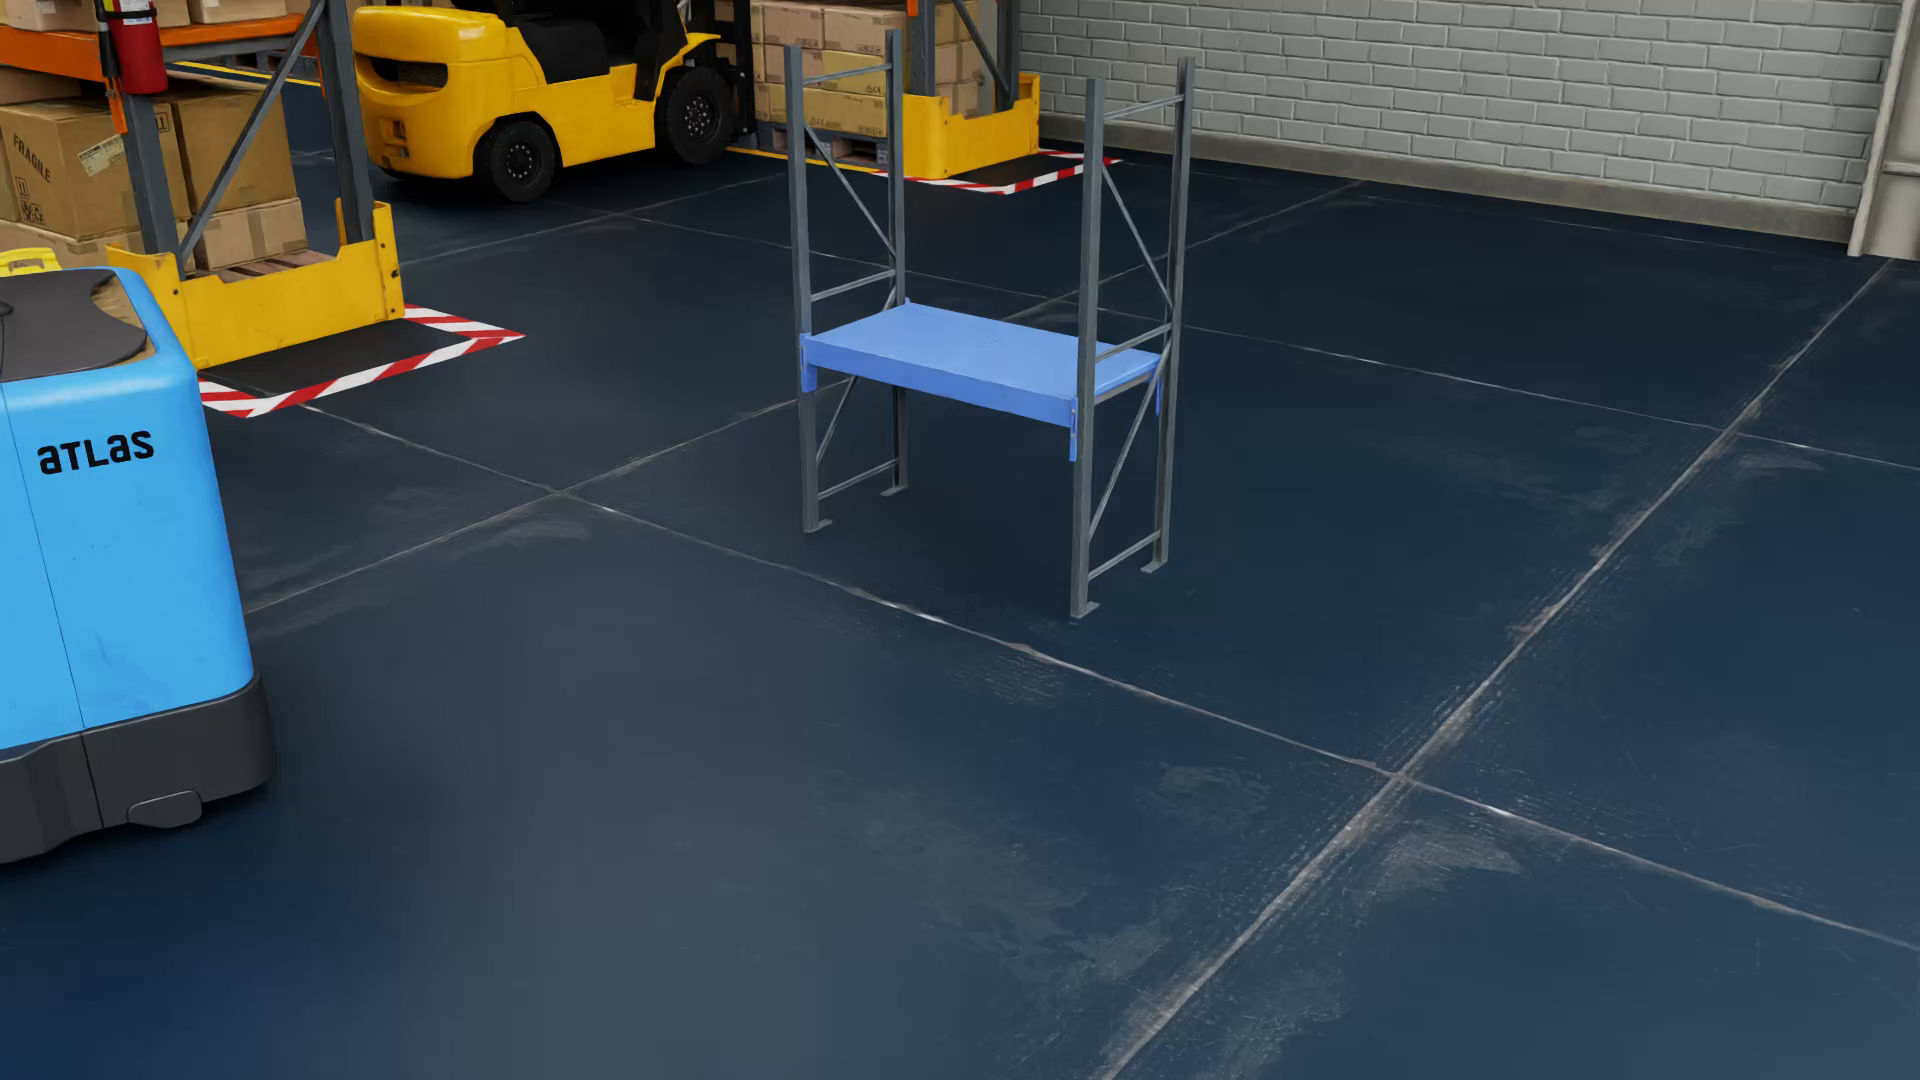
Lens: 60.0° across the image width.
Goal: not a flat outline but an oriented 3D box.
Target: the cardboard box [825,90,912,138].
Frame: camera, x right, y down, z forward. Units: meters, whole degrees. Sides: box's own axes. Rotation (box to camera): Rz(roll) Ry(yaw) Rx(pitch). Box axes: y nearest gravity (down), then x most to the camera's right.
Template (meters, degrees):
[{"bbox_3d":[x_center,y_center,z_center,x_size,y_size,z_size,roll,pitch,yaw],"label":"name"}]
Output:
[{"bbox_3d":[-0.520,-2.783,10.736,0.500,0.250,0.500,17,29,34],"label":"cardboard box"}]

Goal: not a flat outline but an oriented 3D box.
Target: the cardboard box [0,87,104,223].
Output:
[{"bbox_3d":[-4.146,-1.747,7.454,0.500,0.500,0.500,18,30,35],"label":"cardboard box"}]

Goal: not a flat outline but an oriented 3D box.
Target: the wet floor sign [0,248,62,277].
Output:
[{"bbox_3d":[-3.418,-0.767,6.190,0.267,0.644,0.232,-15,28,-30],"label":"wet floor sign"}]

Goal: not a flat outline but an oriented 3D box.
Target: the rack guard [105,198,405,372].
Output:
[{"bbox_3d":[-2.989,-1.110,7.148,0.348,0.500,1.175,17,29,33],"label":"rack guard"}]

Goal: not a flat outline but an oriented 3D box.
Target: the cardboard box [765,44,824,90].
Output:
[{"bbox_3d":[-0.926,-3.142,10.930,0.500,0.250,0.500,16,29,33],"label":"cardboard box"}]

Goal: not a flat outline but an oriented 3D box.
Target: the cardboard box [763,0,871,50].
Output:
[{"bbox_3d":[-0.922,-3.361,10.808,0.500,0.250,0.500,17,29,34],"label":"cardboard box"}]

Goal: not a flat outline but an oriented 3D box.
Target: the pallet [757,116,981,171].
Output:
[{"bbox_3d":[-0.592,-2.733,11.191,1.213,0.211,1.003,17,29,33],"label":"pallet"}]

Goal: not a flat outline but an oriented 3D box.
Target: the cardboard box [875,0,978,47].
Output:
[{"bbox_3d":[-0.226,-3.406,10.910,0.500,0.250,0.500,16,29,33],"label":"cardboard box"}]

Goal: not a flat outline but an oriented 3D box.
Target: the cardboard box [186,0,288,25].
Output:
[{"bbox_3d":[-3.076,-2.269,6.991,0.250,0.149,0.380,17,29,33],"label":"cardboard box"}]

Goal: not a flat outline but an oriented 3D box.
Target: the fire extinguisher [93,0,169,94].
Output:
[{"bbox_3d":[-3.113,-2.023,6.218,0.183,0.674,0.296,17,29,33],"label":"fire extinguisher"}]

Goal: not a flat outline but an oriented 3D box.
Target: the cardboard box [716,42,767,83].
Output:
[{"bbox_3d":[-1.352,-3.260,11.198,0.500,0.250,0.500,16,28,32],"label":"cardboard box"}]

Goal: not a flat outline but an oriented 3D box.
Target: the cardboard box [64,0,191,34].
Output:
[{"bbox_3d":[-3.356,-2.142,6.702,0.250,0.149,0.380,18,29,35],"label":"cardboard box"}]

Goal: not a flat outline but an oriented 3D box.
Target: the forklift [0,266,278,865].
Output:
[{"bbox_3d":[-3.115,-0.590,2.953,3.031,2.935,1.130,-14,27,-28],"label":"forklift"}]

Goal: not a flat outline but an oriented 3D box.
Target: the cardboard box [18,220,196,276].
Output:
[{"bbox_3d":[-3.756,-1.284,7.332,0.500,0.250,0.500,17,29,33],"label":"cardboard box"}]

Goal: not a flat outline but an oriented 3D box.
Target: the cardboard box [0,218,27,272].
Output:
[{"bbox_3d":[-4.147,-1.406,7.609,0.500,0.250,0.500,17,29,33],"label":"cardboard box"}]

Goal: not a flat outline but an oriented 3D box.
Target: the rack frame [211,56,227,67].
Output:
[{"bbox_3d":[-6.356,-5.772,14.630,0.127,3.000,1.000,17,29,33],"label":"rack frame"}]

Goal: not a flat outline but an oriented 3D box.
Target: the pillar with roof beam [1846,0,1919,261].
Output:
[{"bbox_3d":[2.248,-4.202,3.627,0.400,9.000,9.100,17,29,33],"label":"pillar with roof beam"}]

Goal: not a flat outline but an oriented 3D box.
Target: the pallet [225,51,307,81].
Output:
[{"bbox_3d":[-5.721,-4.284,14.712,1.213,0.211,1.003,17,29,33],"label":"pallet"}]

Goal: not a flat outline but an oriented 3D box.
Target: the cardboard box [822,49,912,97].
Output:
[{"bbox_3d":[-0.532,-3.017,10.647,0.500,0.250,0.500,16,29,33],"label":"cardboard box"}]

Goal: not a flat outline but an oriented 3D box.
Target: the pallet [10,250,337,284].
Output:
[{"bbox_3d":[-3.618,-1.185,7.678,1.213,0.211,1.003,17,29,33],"label":"pallet"}]

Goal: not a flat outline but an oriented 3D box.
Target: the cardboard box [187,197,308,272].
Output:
[{"bbox_3d":[-3.408,-1.453,7.718,0.500,0.250,0.500,17,29,33],"label":"cardboard box"}]

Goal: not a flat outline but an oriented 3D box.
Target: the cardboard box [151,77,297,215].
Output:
[{"bbox_3d":[-3.428,-1.802,7.579,0.500,0.500,0.500,16,28,32],"label":"cardboard box"}]

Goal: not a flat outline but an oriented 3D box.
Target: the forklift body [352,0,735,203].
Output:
[{"bbox_3d":[-2.566,-3.319,10.116,1.214,2.155,2.313,17,29,33],"label":"forklift body"}]

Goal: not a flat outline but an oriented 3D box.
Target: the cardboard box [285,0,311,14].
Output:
[{"bbox_3d":[-5.338,-4.567,14.319,0.625,0.625,0.875,18,29,35],"label":"cardboard box"}]

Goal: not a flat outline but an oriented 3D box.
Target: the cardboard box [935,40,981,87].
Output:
[{"bbox_3d":[-0.206,-3.181,11.019,0.500,0.250,0.500,17,29,34],"label":"cardboard box"}]

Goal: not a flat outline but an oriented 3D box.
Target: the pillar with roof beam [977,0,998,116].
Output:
[{"bbox_3d":[-2.553,-5.653,6.920,0.400,9.000,9.100,17,29,33],"label":"pillar with roof beam"}]

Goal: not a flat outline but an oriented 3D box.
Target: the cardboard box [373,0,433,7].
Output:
[{"bbox_3d":[-4.196,-4.223,13.539,0.625,0.625,0.875,16,29,33],"label":"cardboard box"}]

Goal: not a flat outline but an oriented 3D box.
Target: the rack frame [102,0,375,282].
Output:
[{"bbox_3d":[-2.929,-2.235,6.603,0.127,3.000,1.000,17,29,33],"label":"rack frame"}]

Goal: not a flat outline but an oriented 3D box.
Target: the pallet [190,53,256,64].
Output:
[{"bbox_3d":[-6.931,-4.689,15.630,1.213,0.211,1.003,17,29,33],"label":"pallet"}]

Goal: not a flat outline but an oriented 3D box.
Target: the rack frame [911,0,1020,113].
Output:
[{"bbox_3d":[0.045,-3.838,10.240,0.127,3.000,1.000,17,29,33],"label":"rack frame"}]

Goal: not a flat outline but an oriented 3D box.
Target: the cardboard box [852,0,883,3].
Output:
[{"bbox_3d":[-0.628,-3.526,11.182,0.500,0.250,0.500,17,29,33],"label":"cardboard box"}]

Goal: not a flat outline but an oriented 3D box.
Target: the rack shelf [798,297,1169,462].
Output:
[{"bbox_3d":[0.068,-0.501,4.973,1.000,0.185,0.538,17,29,33],"label":"rack shelf"}]

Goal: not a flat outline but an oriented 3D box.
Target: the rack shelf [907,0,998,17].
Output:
[{"bbox_3d":[-1.555,-3.992,11.482,4.000,0.370,1.077,17,29,33],"label":"rack shelf"}]

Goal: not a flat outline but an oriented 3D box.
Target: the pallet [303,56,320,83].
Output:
[{"bbox_3d":[-4.749,-3.989,14.042,1.213,0.211,1.003,17,29,33],"label":"pallet"}]

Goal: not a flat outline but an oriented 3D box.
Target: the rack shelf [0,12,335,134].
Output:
[{"bbox_3d":[-4.529,-2.390,7.845,4.000,0.370,1.077,17,29,33],"label":"rack shelf"}]

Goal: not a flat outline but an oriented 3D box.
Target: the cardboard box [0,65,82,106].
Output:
[{"bbox_3d":[-4.060,-1.986,7.192,0.250,0.149,0.380,18,29,35],"label":"cardboard box"}]

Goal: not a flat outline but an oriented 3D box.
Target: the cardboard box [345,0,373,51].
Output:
[{"bbox_3d":[-4.799,-4.404,13.950,0.625,0.625,0.875,15,28,31],"label":"cardboard box"}]

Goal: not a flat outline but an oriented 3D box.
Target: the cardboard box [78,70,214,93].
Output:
[{"bbox_3d":[-3.849,-1.927,7.863,0.500,0.500,0.500,16,28,31],"label":"cardboard box"}]

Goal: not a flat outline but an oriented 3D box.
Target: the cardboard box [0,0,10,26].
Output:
[{"bbox_3d":[-3.818,-2.236,6.916,0.250,0.149,0.380,16,29,32],"label":"cardboard box"}]

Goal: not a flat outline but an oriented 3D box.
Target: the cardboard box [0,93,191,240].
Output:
[{"bbox_3d":[-3.726,-1.622,7.170,0.500,0.500,0.500,17,29,34],"label":"cardboard box"}]

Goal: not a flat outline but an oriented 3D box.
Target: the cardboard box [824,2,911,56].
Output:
[{"bbox_3d":[-0.510,-3.240,10.532,0.500,0.250,0.500,18,29,35],"label":"cardboard box"}]

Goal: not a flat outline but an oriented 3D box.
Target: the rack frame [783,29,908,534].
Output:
[{"bbox_3d":[-0.339,-0.789,5.180,0.032,1.500,0.500,17,29,33],"label":"rack frame"}]

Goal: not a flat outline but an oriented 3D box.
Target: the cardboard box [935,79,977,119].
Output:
[{"bbox_3d":[-0.230,-2.953,11.122,0.500,0.250,0.500,17,29,34],"label":"cardboard box"}]

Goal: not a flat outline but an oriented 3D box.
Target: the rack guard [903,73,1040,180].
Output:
[{"bbox_3d":[0.065,-2.688,10.730,0.348,0.500,1.175,17,29,33],"label":"rack guard"}]

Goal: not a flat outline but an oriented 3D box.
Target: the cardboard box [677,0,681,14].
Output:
[{"bbox_3d":[-1.733,-3.605,11.361,0.500,0.250,0.500,16,28,32],"label":"cardboard box"}]

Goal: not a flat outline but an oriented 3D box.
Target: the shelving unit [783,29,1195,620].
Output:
[{"bbox_3d":[0.068,-0.666,4.901,1.048,1.500,0.538,17,29,33],"label":"shelving unit"}]

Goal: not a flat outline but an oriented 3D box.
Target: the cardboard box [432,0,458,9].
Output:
[{"bbox_3d":[-3.580,-4.033,13.107,0.625,0.625,0.875,18,30,36],"label":"cardboard box"}]

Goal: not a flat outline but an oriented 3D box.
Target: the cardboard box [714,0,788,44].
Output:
[{"bbox_3d":[-1.332,-3.480,11.078,0.500,0.250,0.500,17,29,34],"label":"cardboard box"}]

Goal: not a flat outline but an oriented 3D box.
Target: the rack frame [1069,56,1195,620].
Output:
[{"bbox_3d":[0.475,-0.543,4.622,0.032,1.500,0.500,17,29,33],"label":"rack frame"}]

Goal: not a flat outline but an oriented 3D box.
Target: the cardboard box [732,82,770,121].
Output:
[{"bbox_3d":[-1.307,-3.030,11.297,0.500,0.250,0.500,17,29,34],"label":"cardboard box"}]

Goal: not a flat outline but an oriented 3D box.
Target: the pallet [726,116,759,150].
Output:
[{"bbox_3d":[-1.564,-3.028,11.861,1.213,0.211,1.003,17,29,33],"label":"pallet"}]

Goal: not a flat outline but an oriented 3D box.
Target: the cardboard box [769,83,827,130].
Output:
[{"bbox_3d":[-0.912,-2.906,11.016,0.500,0.250,0.500,17,29,33],"label":"cardboard box"}]

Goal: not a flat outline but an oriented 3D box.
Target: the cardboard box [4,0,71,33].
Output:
[{"bbox_3d":[-3.625,-2.167,6.760,0.250,0.149,0.380,16,29,33],"label":"cardboard box"}]
